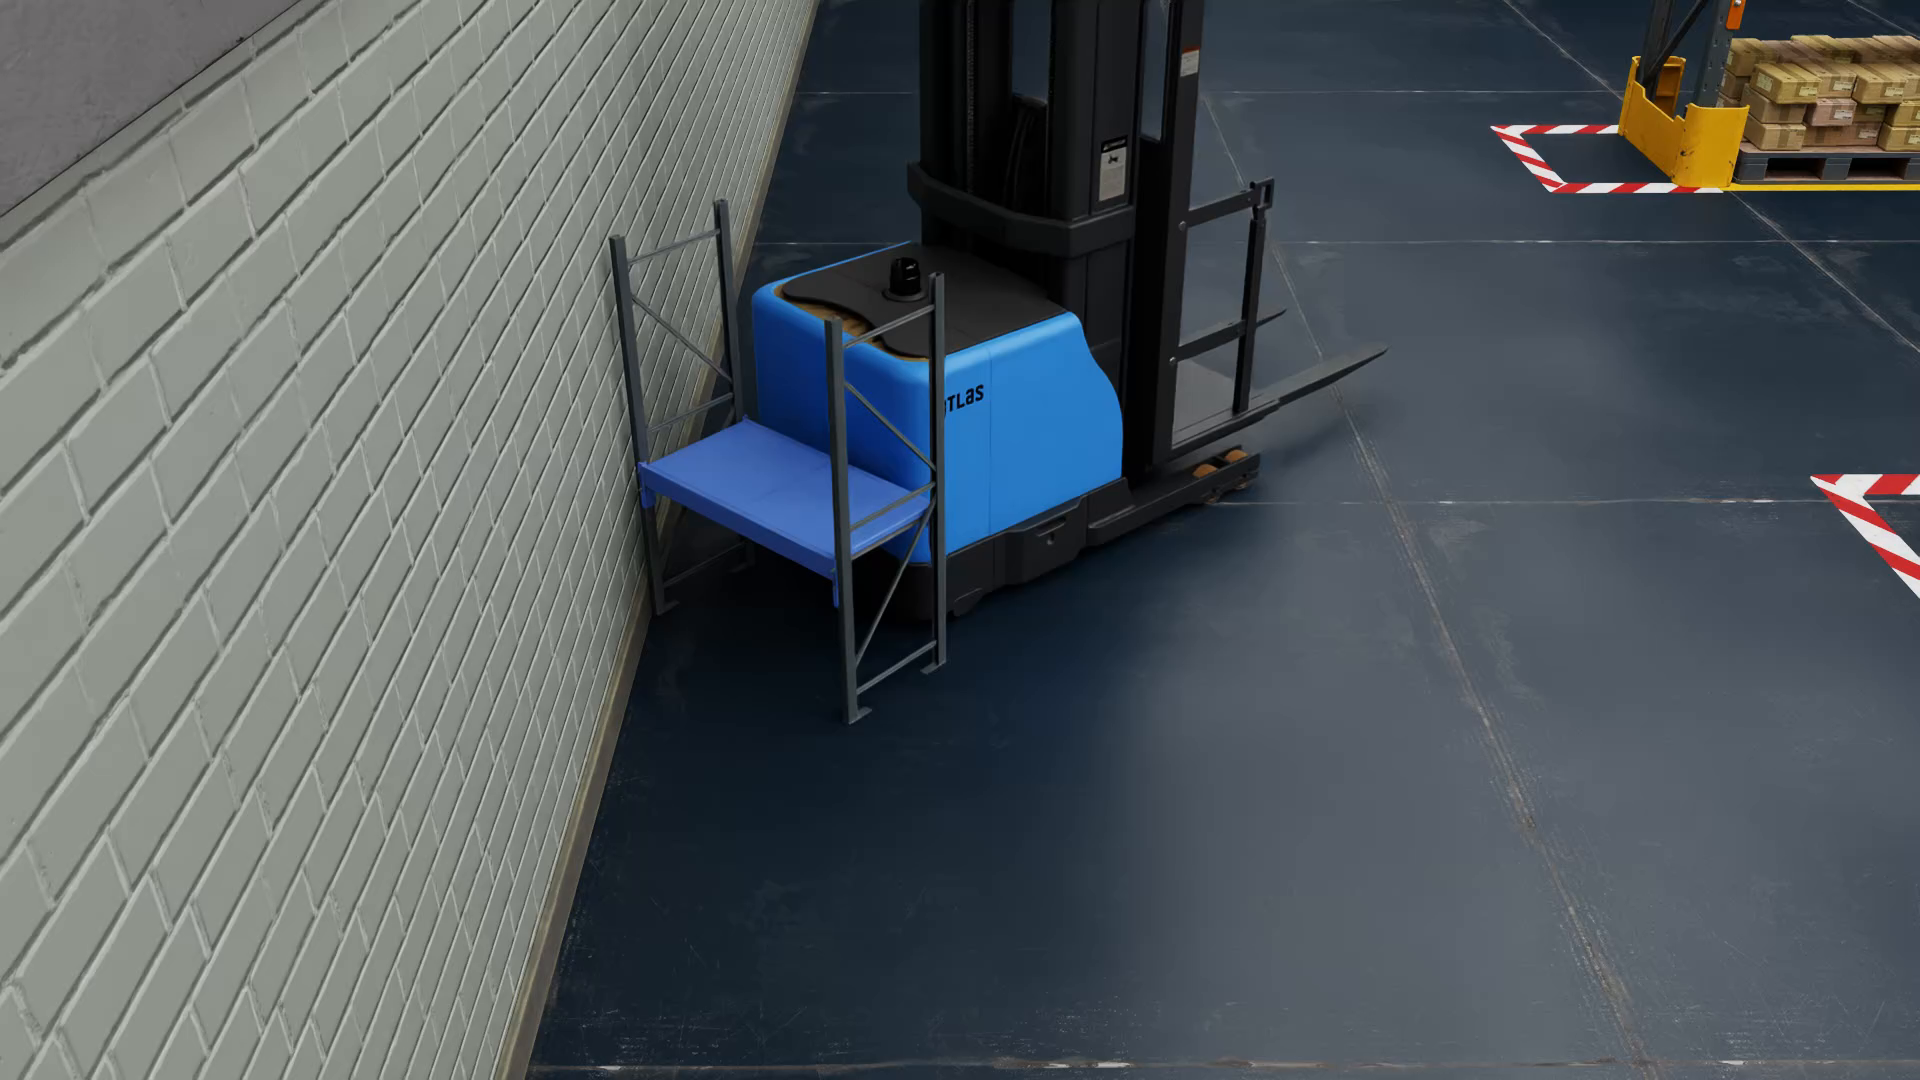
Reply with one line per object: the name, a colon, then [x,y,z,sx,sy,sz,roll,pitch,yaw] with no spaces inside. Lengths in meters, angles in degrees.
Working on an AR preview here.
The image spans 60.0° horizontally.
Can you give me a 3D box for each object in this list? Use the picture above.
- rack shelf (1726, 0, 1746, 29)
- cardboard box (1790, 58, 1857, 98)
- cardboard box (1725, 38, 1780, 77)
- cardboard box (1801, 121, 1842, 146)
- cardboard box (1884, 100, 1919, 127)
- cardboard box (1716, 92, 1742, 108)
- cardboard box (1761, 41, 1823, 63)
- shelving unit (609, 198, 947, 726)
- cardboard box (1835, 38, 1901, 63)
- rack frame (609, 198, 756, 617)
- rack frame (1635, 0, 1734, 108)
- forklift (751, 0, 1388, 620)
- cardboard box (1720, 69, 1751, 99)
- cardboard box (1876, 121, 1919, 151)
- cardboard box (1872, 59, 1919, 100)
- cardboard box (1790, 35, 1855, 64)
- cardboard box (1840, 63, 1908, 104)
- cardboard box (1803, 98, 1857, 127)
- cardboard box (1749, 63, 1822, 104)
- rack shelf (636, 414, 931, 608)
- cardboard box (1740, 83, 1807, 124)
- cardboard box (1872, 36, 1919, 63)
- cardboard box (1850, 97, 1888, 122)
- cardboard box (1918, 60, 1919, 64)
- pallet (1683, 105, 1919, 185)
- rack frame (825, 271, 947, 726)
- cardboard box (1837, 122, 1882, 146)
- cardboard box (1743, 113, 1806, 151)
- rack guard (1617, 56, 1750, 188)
rack shelf: [6.574,-3.482,10.291,4.000,0.370,1.077,0,31,0]
cardboard box: [5.375,-2.887,10.386,0.250,0.149,0.380,0,31,1]
cardboard box: [5.102,-3.131,10.789,0.250,0.149,0.380,0,31,0]
cardboard box: [5.361,-2.623,10.525,0.250,0.149,0.380,0,31,0]
cardboard box: [5.875,-2.702,10.369,0.250,0.149,0.380,1,31,1]
cardboard box: [5.100,-2.854,10.905,0.250,0.149,0.380,0,31,1]
cardboard box: [5.354,-3.102,10.742,0.250,0.149,0.380,0,31,1]
shelving unit: [-0.607,-0.280,5.766,1.048,1.500,0.538,25,39,34]
cardboard box: [5.871,-3.137,10.799,0.250,0.149,0.380,-1,31,-2]
rack frame: [-0.988,-0.455,6.054,0.032,1.500,0.500,25,39,34]
rack frame: [4.574,-3.783,10.094,0.127,3.000,1.000,0,31,0]
forklift: [0.647,-1.589,6.544,3.031,2.935,1.130,-24,39,-34]
cardboard box: [5.100,-3.021,10.894,0.250,0.149,0.380,-1,31,-2]
cardboard box: [5.866,-2.571,10.439,0.250,0.149,0.380,0,31,0]
cardboard box: [5.876,-2.865,10.350,0.250,0.149,0.380,-2,31,-3]
cardboard box: [5.612,-3.169,10.852,0.250,0.149,0.380,-1,31,-1]
cardboard box: [5.628,-2.821,10.278,0.250,0.149,0.380,0,31,0]
cardboard box: [5.374,-2.711,10.384,0.250,0.149,0.380,0,31,-1]
cardboard box: [5.100,-2.824,10.282,0.250,0.149,0.380,-2,31,-3]
rack shelf: [-0.607,-0.127,5.860,1.000,0.185,0.538,25,39,34]
cardboard box: [5.100,-2.740,10.430,0.250,0.149,0.380,1,31,2]
cardboard box: [6.140,-3.167,10.848,0.250,0.149,0.380,1,31,2]
cardboard box: [5.618,-2.758,10.460,0.250,0.149,0.380,0,31,0]
cardboard box: [6.153,-2.861,10.344,0.250,0.149,0.380,1,31,2]
pallet: [5.463,-2.575,10.791,1.213,0.211,1.003,0,31,0]
rack frame: [-0.226,-0.106,5.479,0.032,1.500,0.500,25,39,34]
cardboard box: [5.610,-2.627,10.532,0.250,0.149,0.380,0,31,0]
cardboard box: [5.100,-2.580,10.453,0.250,0.149,0.380,0,31,1]
rack guard: [4.650,-2.715,10.742,0.348,0.500,1.175,0,31,0]
